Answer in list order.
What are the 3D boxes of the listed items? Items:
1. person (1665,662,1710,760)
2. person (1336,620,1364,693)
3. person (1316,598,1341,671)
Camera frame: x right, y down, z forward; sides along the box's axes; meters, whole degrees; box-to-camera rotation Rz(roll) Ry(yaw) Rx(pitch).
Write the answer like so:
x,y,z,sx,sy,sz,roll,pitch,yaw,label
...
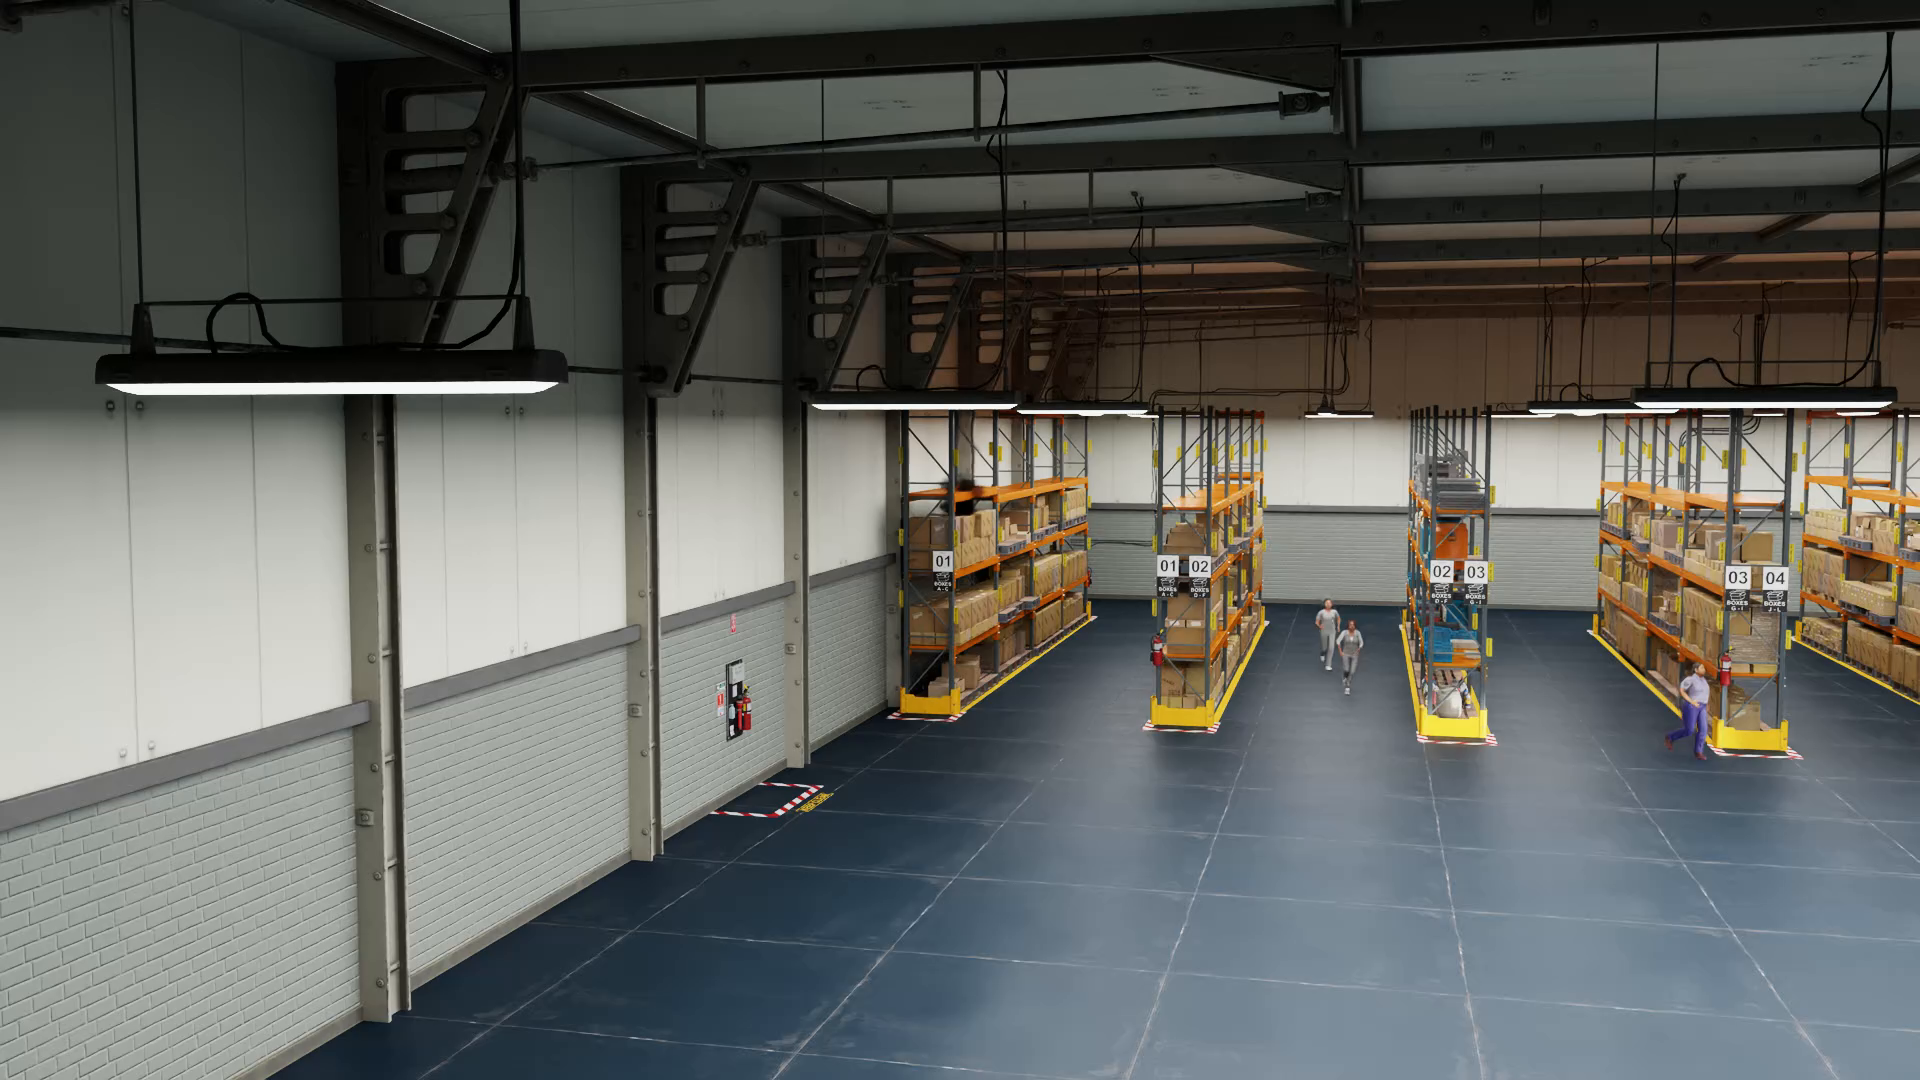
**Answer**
x,y,z,sx,sy,sz,roll,pitch,yaw,label
12.556,2.891,28.382,0.673,1.603,0.826,-2,5,-25,person
8.194,2.449,34.905,0.547,1.558,0.521,0,4,6,person
8.498,2.159,38.338,0.583,1.635,0.894,0,4,5,person
